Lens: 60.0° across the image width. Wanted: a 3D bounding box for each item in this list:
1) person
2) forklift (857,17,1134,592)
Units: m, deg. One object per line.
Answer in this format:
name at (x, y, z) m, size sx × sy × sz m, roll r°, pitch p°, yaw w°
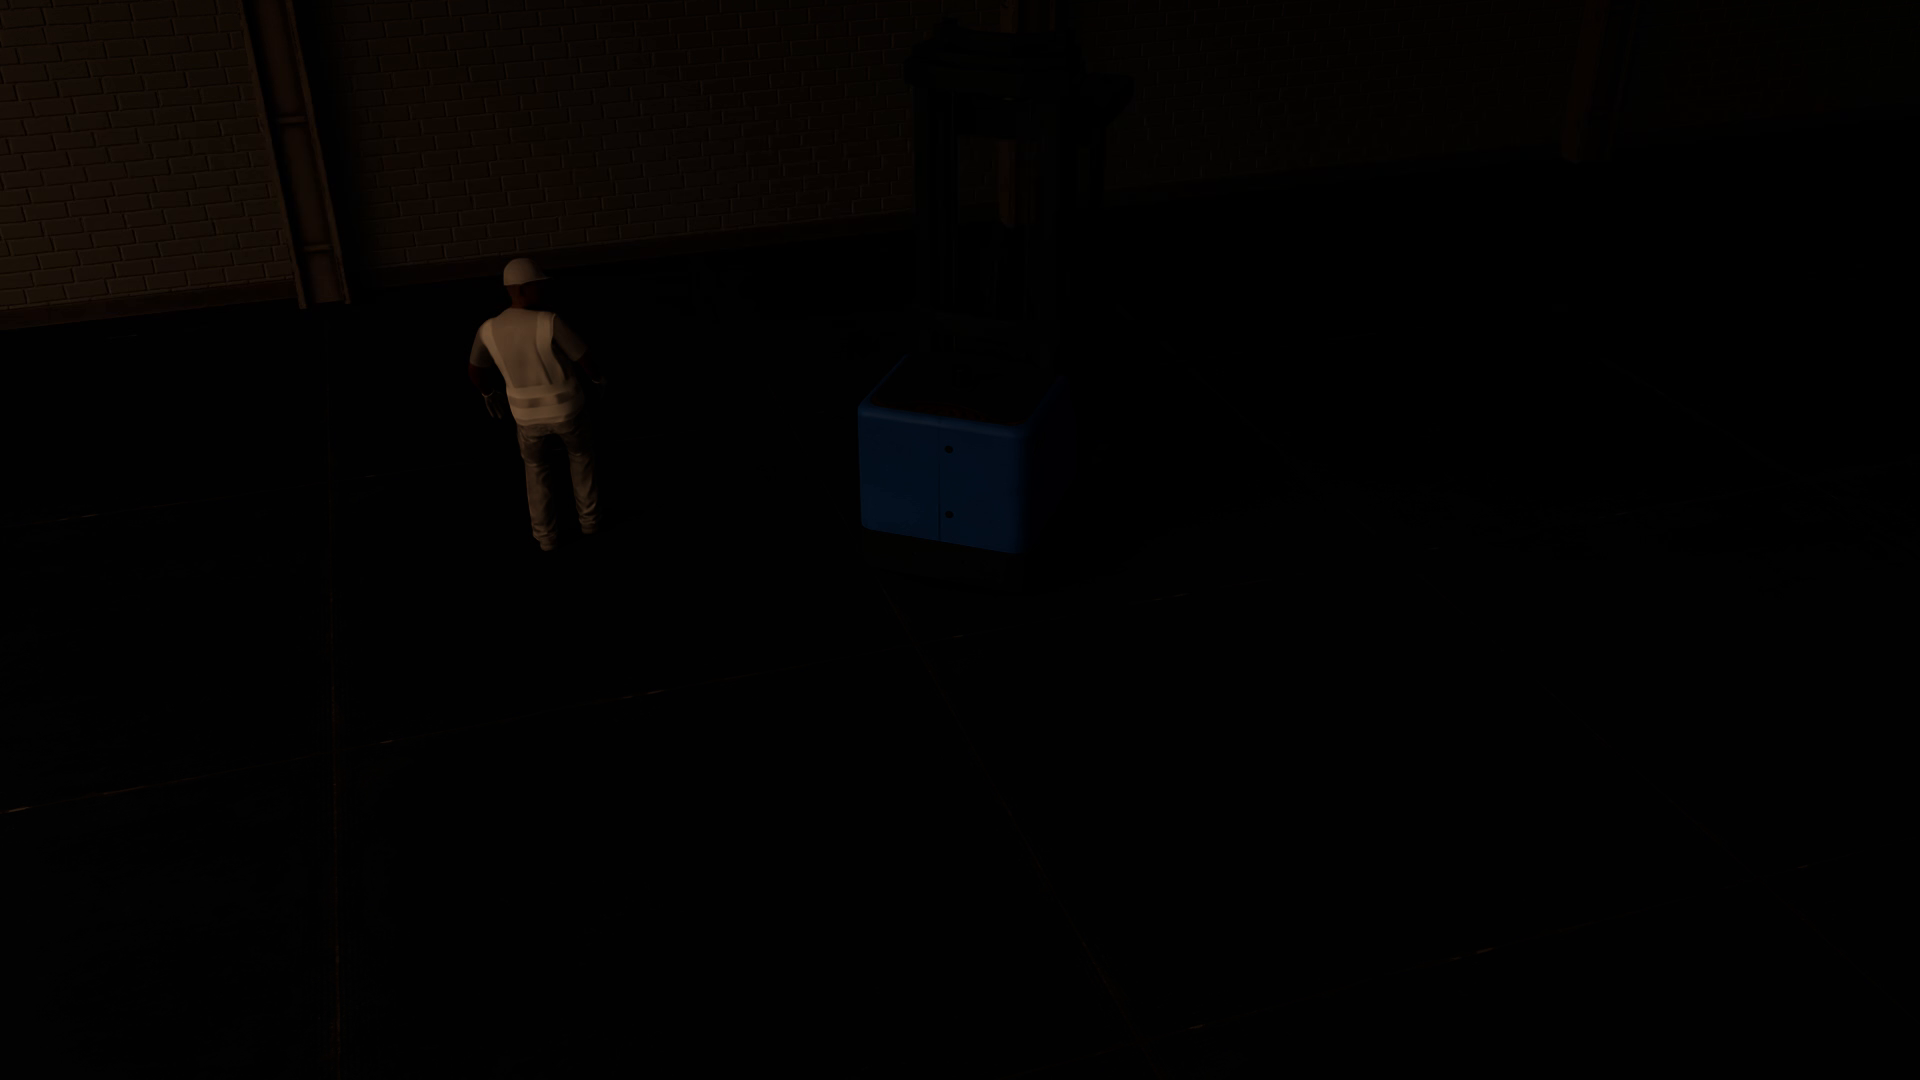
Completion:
person at (-2.429, -0.796, 9.671) m, size 0.763 × 1.742 × 0.518 m, roll -1°, pitch 30°, yaw -1°
forklift at (0.370, -1.700, 10.041) m, size 1.130 × 2.935 × 3.031 m, roll 10°, pitch 31°, yaw 16°
